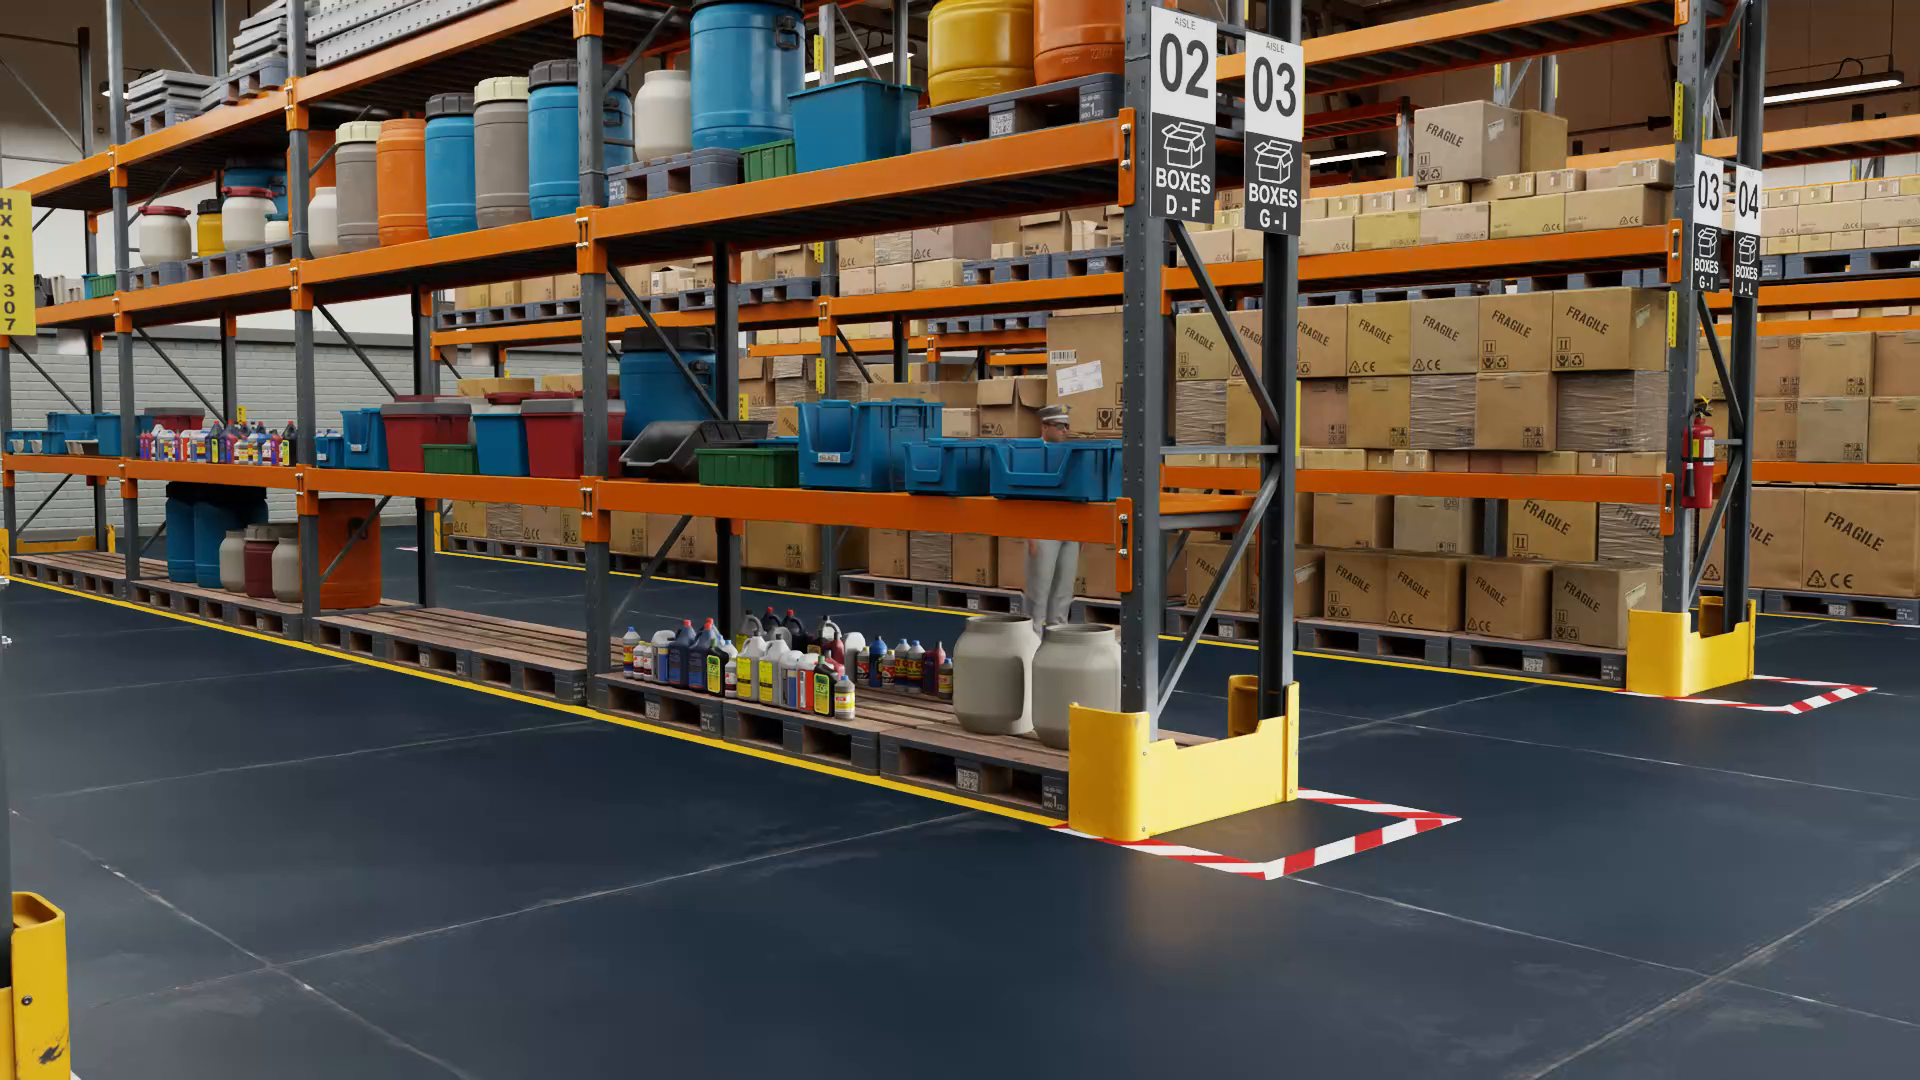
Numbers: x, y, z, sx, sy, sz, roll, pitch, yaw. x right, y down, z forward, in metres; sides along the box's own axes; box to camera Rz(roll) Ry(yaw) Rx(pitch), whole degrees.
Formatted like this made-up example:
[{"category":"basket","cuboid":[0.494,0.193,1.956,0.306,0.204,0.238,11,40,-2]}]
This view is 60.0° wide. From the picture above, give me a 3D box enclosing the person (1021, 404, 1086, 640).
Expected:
[{"category":"person","cuboid":[0.663,-0.063,11.602,0.530,1.761,0.395,-4,5,-42]}]
